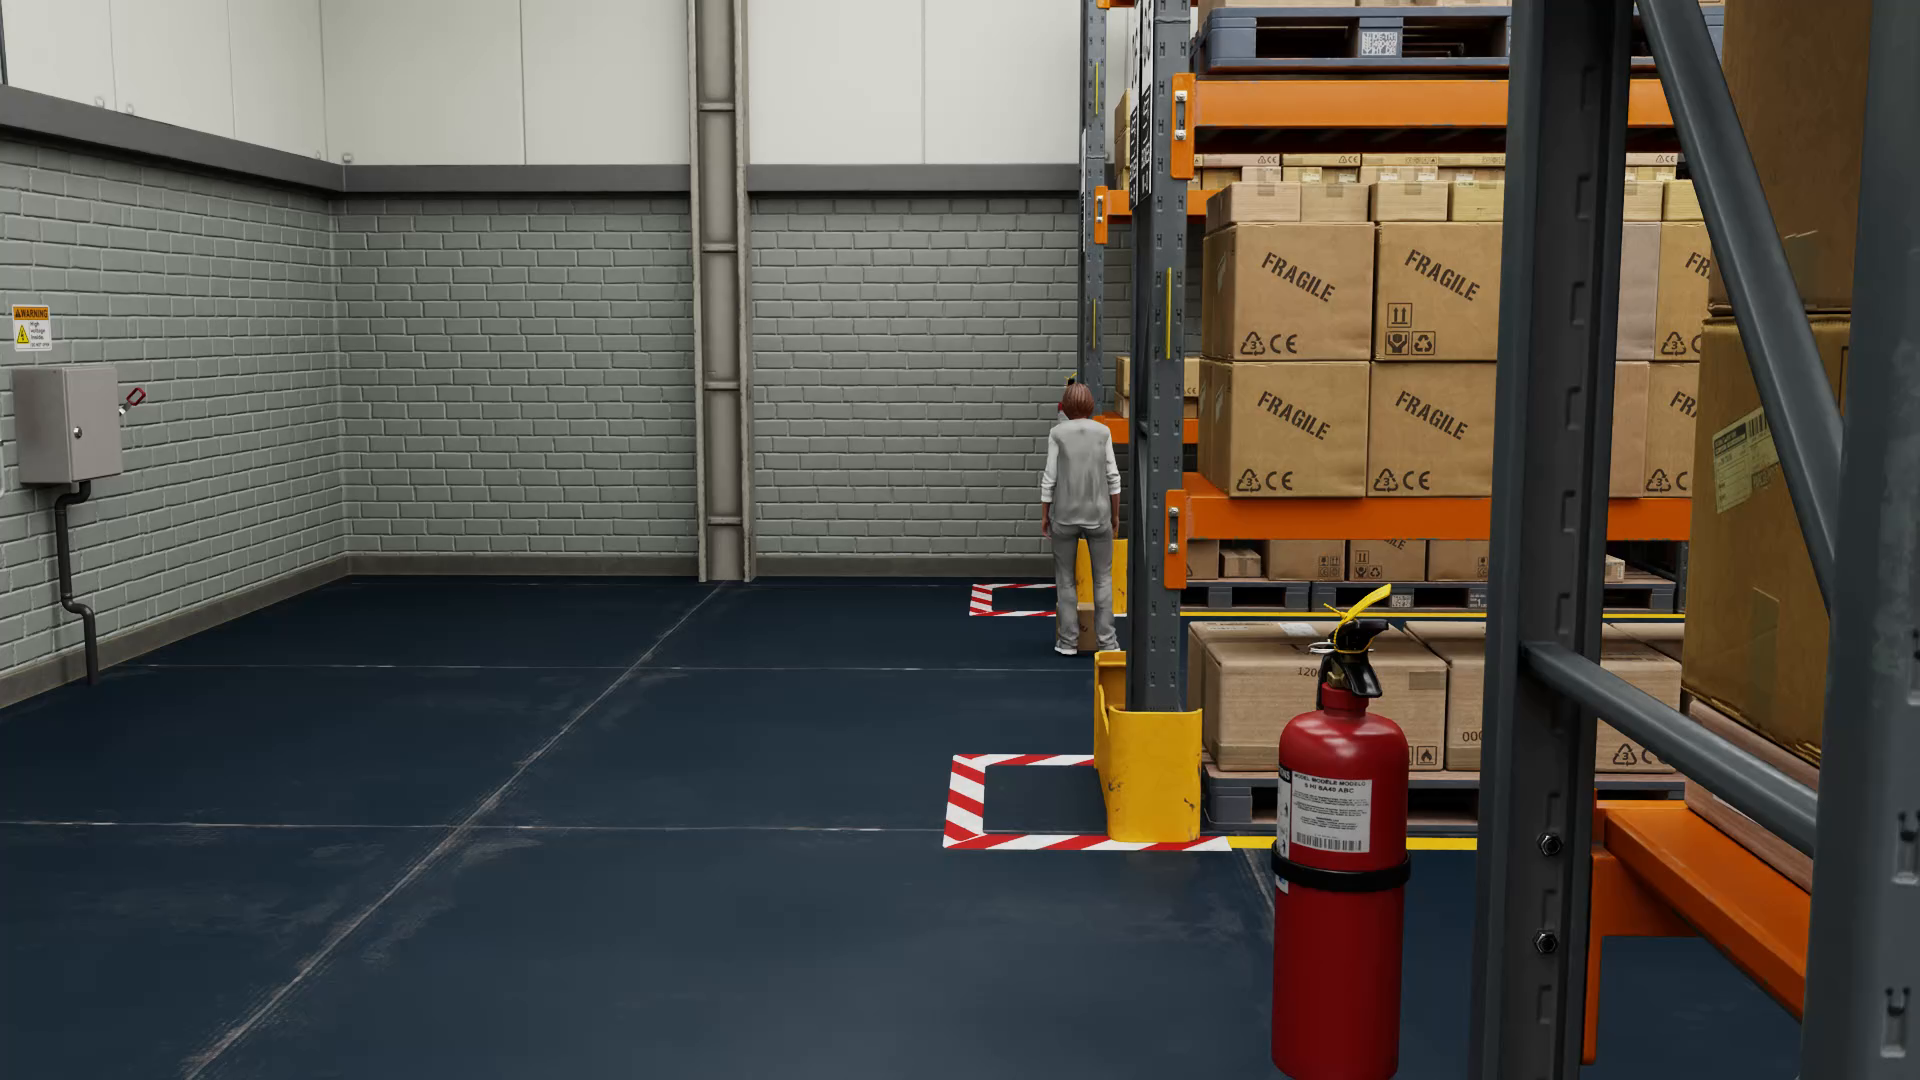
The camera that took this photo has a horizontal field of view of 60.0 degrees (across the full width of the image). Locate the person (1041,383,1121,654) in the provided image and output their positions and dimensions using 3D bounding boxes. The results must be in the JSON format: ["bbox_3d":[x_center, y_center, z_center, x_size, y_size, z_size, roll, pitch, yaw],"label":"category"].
[{"bbox_3d":[0.709,-0.115,9.703,0.485,1.593,0.374,0,7,-2],"label":"person"}]
